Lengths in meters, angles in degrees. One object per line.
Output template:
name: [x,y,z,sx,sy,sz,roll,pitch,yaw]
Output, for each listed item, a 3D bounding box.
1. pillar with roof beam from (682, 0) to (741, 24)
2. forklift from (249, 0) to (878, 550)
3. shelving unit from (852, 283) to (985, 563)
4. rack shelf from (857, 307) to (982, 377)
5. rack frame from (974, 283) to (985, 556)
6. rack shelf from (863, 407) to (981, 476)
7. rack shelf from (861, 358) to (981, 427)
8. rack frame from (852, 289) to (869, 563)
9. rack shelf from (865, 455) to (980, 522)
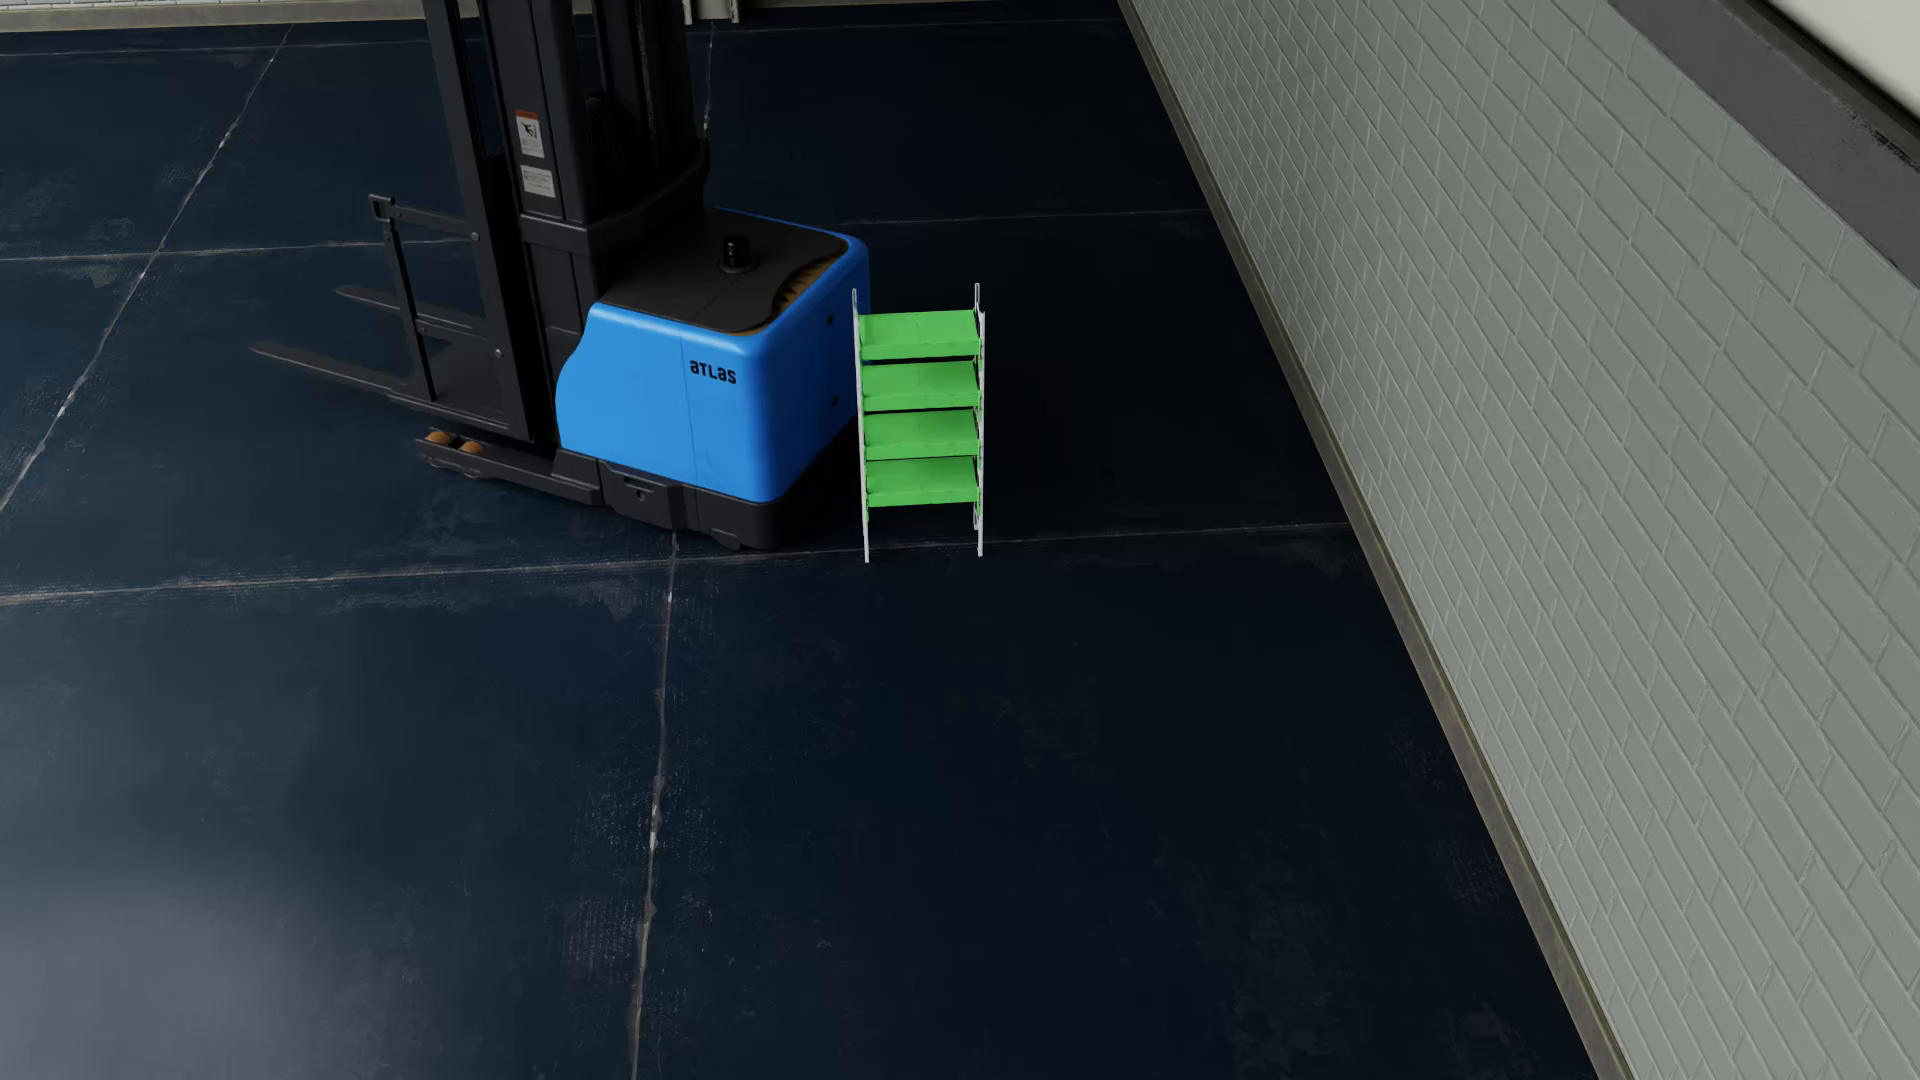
pillar with roof beam: [-1.413,-4.687,5.926,0.400,9.000,9.100,-3,38,-4]
forklift: [-1.940,-1.713,7.055,3.031,2.935,1.130,16,41,19]
shelving unit: [-0.165,-0.462,6.867,0.503,1.200,0.258,-3,38,-4]
rack shelf: [-0.165,-0.789,6.609,0.480,0.148,0.258,-3,38,-4]
rack frame: [0.078,-0.475,6.884,0.015,1.200,0.240,-3,38,-4]
rack shelf: [-0.165,-0.412,6.906,0.480,0.148,0.258,-3,38,-4]
rack shelf: [-0.165,-0.600,6.758,0.480,0.148,0.258,-3,38,-4]
rack frame: [-0.408,-0.449,6.850,0.015,1.200,0.240,-3,38,-4]
rack shelf: [-0.165,-0.223,7.055,0.480,0.148,0.258,-3,38,-4]
